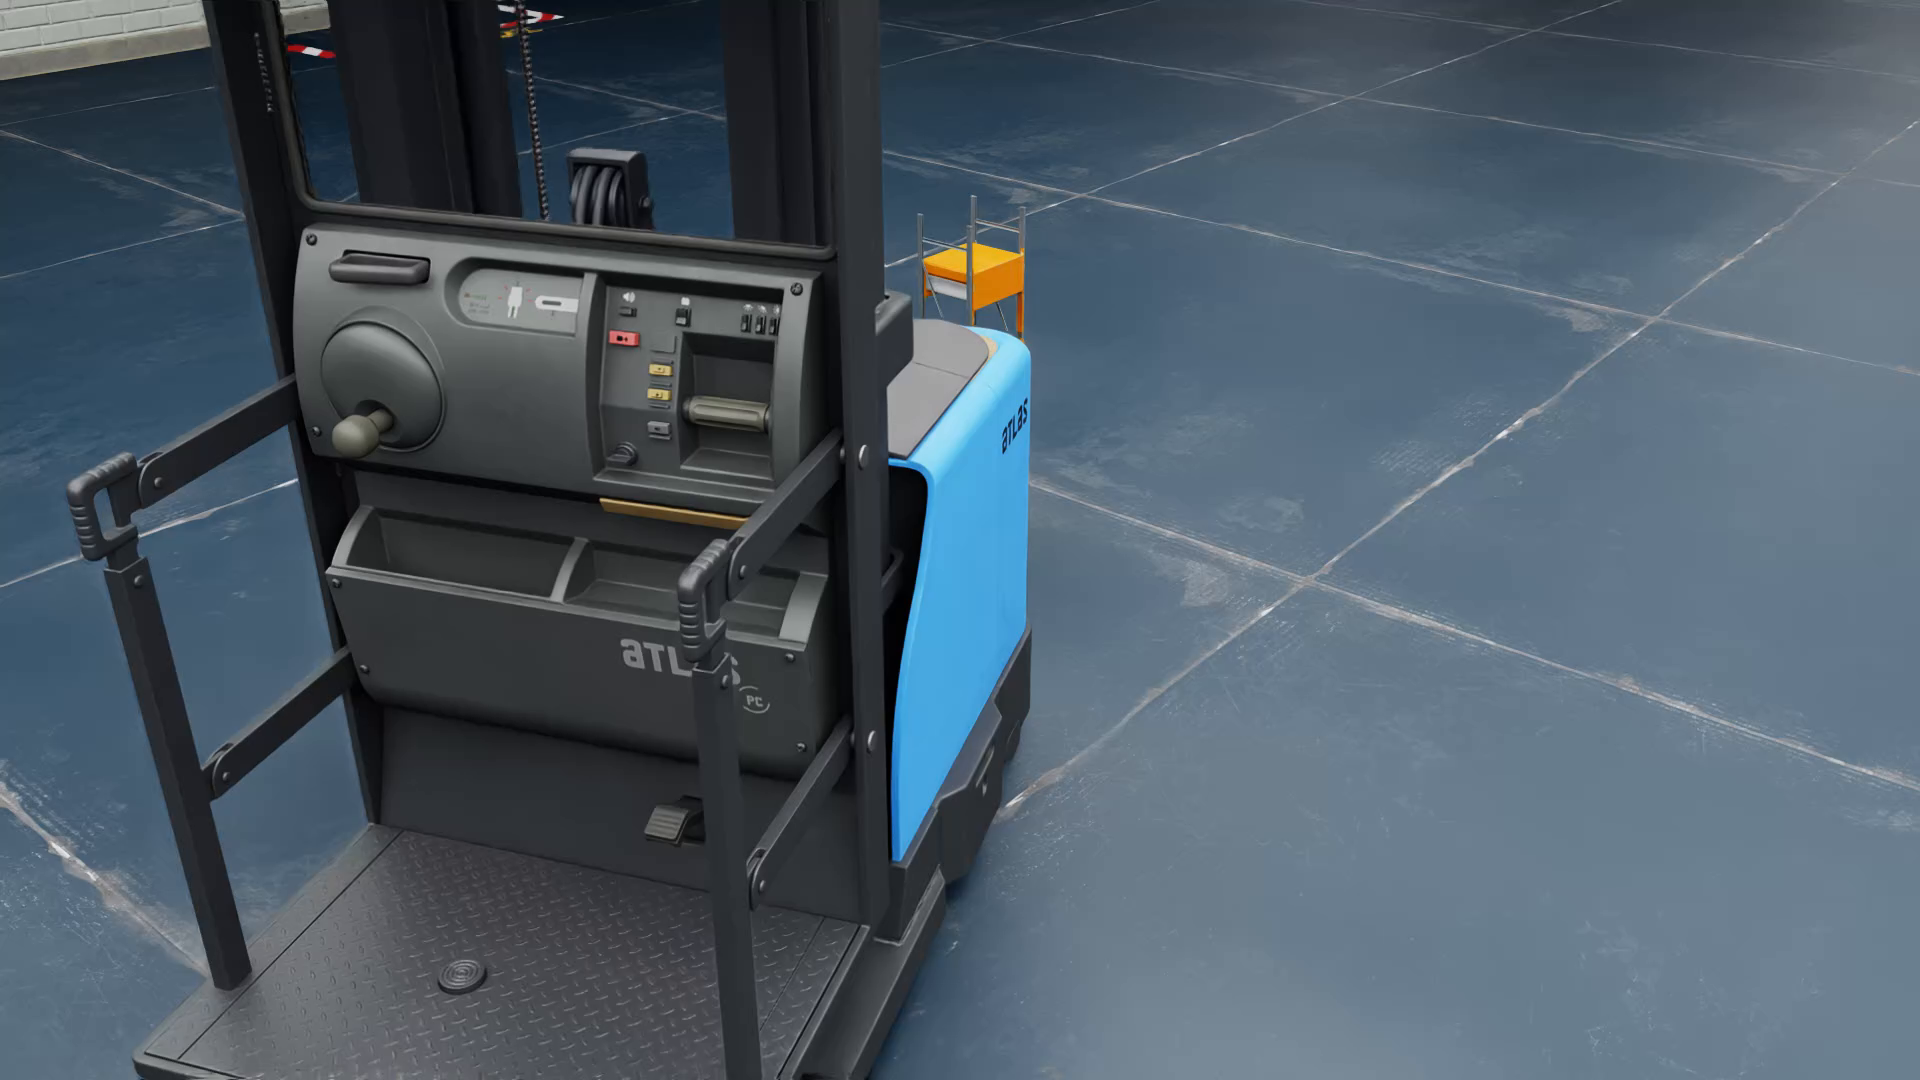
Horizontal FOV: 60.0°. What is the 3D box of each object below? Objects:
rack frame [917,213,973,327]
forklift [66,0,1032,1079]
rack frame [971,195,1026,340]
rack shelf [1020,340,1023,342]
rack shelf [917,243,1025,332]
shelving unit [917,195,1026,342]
[{"bbox_3d":[-0.044,-0.442,4.962,0.200,1.050,0.008,21,34,34],"label":"rack frame"},{"bbox_3d":[-0.742,-0.250,2.544,1.130,2.935,3.031,8,28,15],"label":"forklift"},{"bbox_3d":[0.112,-0.529,5.129,0.200,1.050,0.008,21,34,34],"label":"rack frame"},{"bbox_3d":[0.034,-0.476,5.050,0.215,0.259,0.240,21,34,34],"label":"rack shelf"},{"bbox_3d":[0.034,-0.728,4.920,0.215,0.259,0.240,21,34,34],"label":"rack shelf"},{"bbox_3d":[0.034,-0.485,5.045,0.215,1.050,0.252,21,34,34],"label":"shelving unit"}]
